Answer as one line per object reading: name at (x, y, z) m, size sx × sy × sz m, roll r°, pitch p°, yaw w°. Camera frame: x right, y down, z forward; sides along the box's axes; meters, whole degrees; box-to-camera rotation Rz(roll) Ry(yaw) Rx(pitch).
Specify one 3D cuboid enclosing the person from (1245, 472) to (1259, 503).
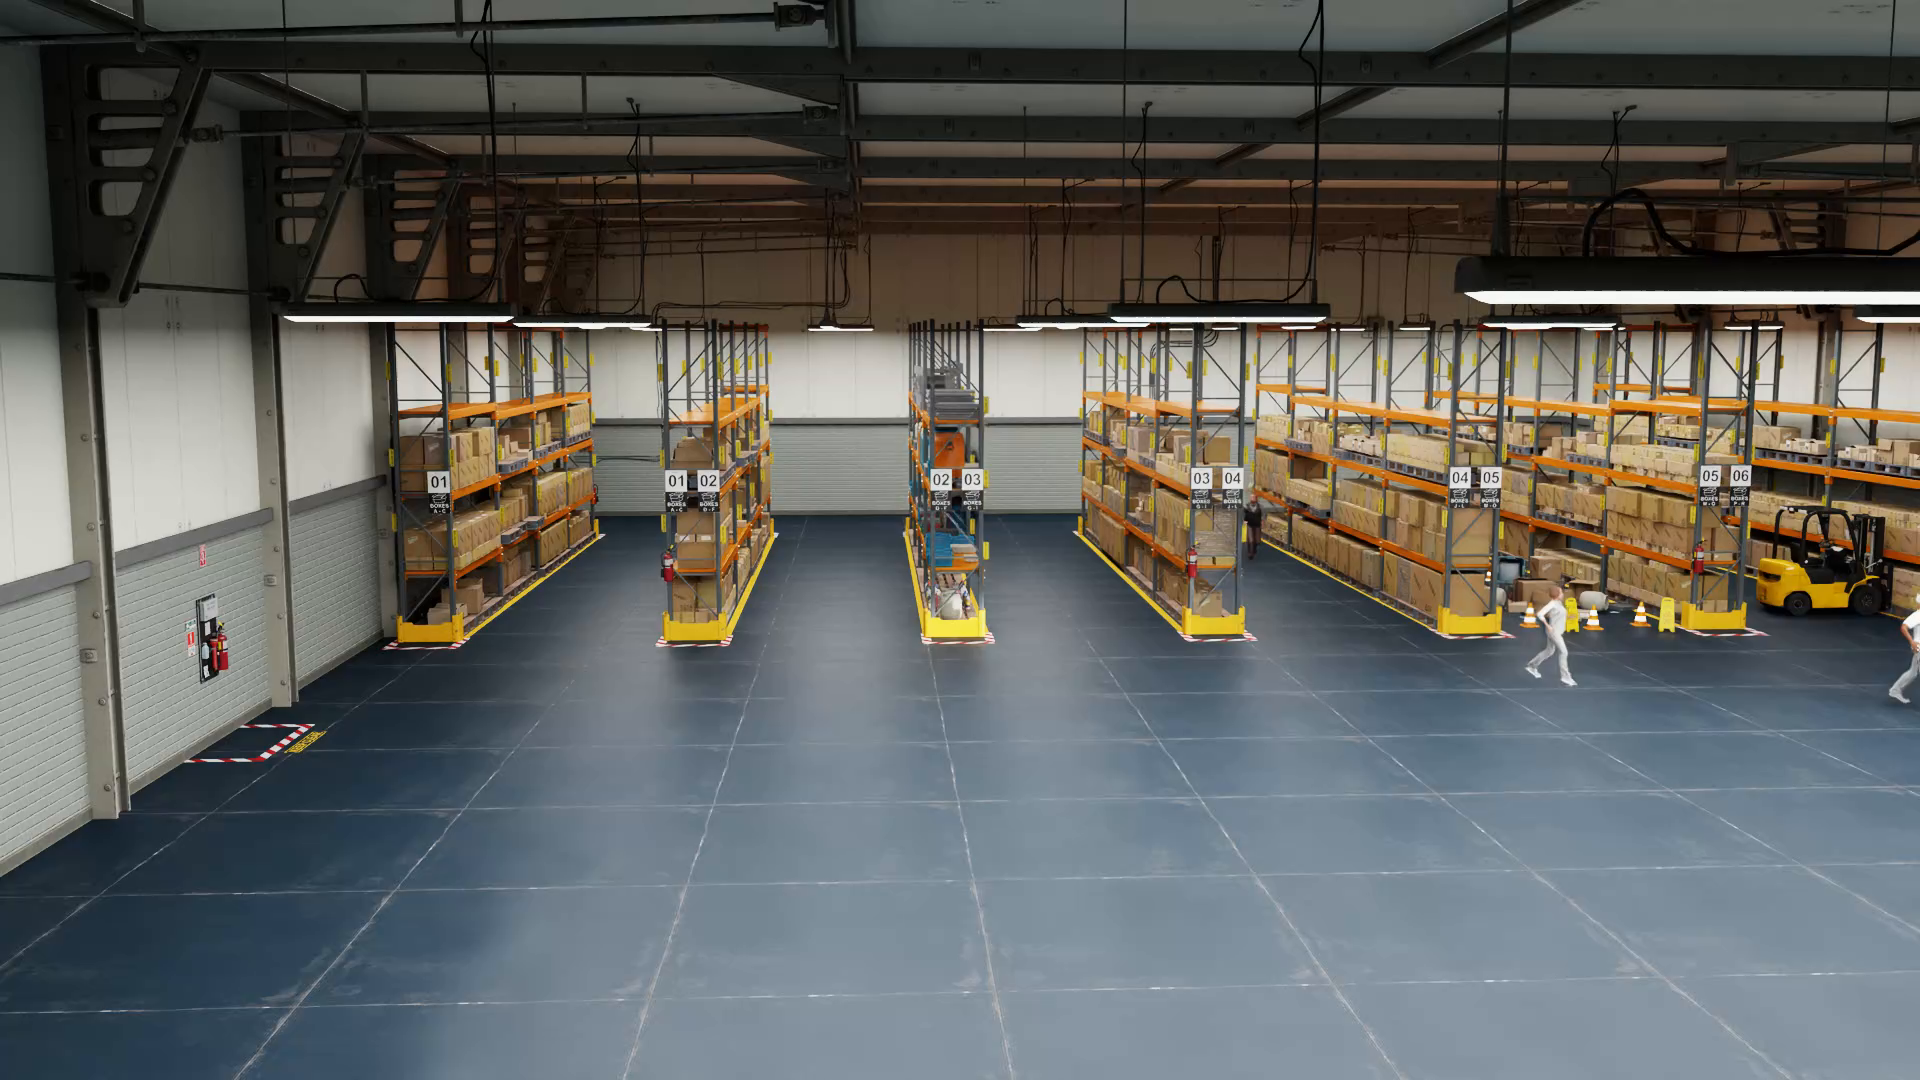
person at (8.691, -1.152, 49.004) m, size 0.761 × 1.724 × 0.600 m, roll -2°, pitch 7°, yaw -16°

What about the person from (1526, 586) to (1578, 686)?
person at (9.731, 1.551, 27.253) m, size 0.842 × 1.611 × 0.524 m, roll 4°, pitch 8°, yaw 28°

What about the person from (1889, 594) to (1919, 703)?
person at (14.705, 1.707, 25.416) m, size 0.820 × 1.819 × 0.677 m, roll 5°, pitch 8°, yaw 33°

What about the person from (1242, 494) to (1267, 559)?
person at (7.468, -0.347, 42.441) m, size 0.705 × 1.678 × 0.614 m, roll 0°, pitch 7°, yaw 0°
